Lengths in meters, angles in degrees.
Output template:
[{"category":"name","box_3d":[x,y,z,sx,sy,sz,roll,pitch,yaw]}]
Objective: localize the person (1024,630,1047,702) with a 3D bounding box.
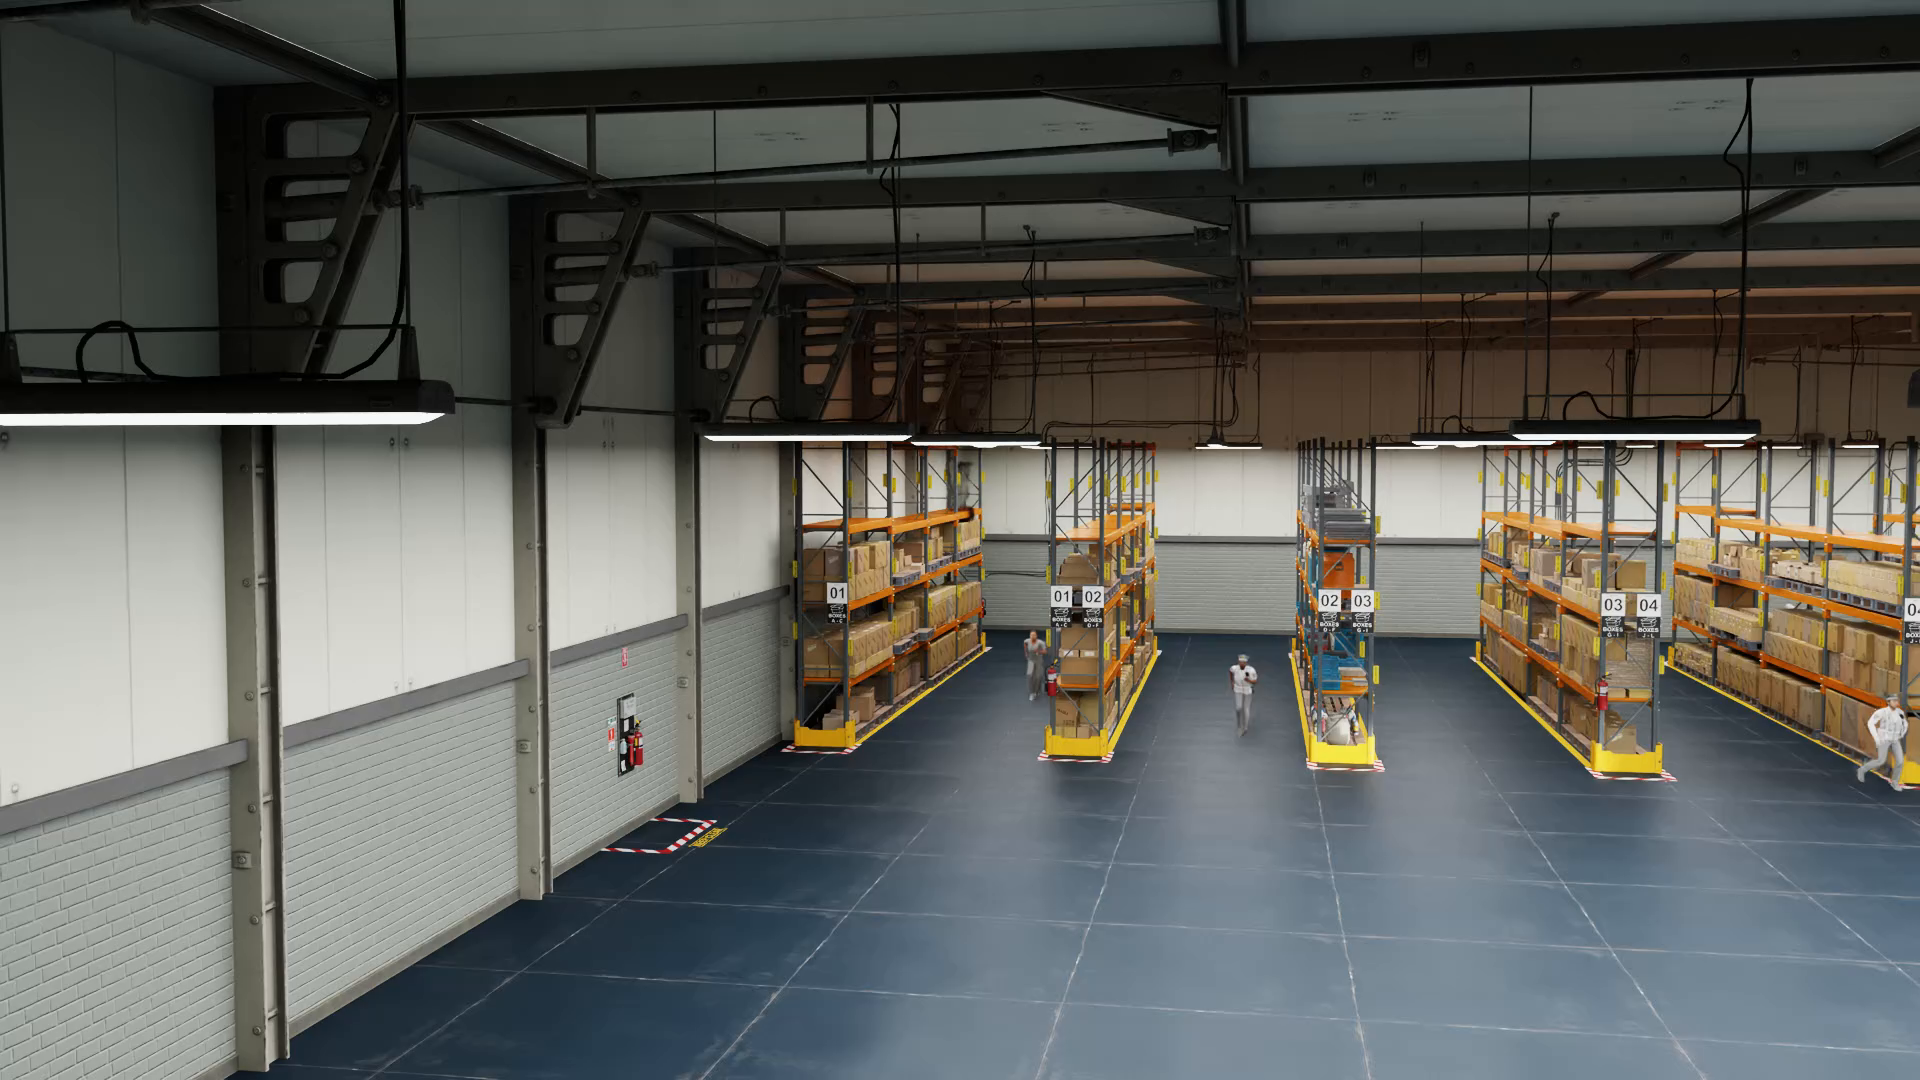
[{"category":"person","box_3d":[1.743,2.874,38.432,0.562,1.651,0.916,0,3,9]}]

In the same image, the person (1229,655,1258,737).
[{"category":"person","box_3d":[5.735,3.122,33.646,0.569,1.668,0.891,1,3,10]}]

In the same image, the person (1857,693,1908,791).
[{"category":"person","box_3d":[15.778,3.425,28.331,0.792,1.686,0.591,-1,3,-10]}]

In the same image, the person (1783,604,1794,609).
[{"category":"person","box_3d":[21.457,2.566,43.027,0.599,1.821,0.831,0,3,-3]}]
